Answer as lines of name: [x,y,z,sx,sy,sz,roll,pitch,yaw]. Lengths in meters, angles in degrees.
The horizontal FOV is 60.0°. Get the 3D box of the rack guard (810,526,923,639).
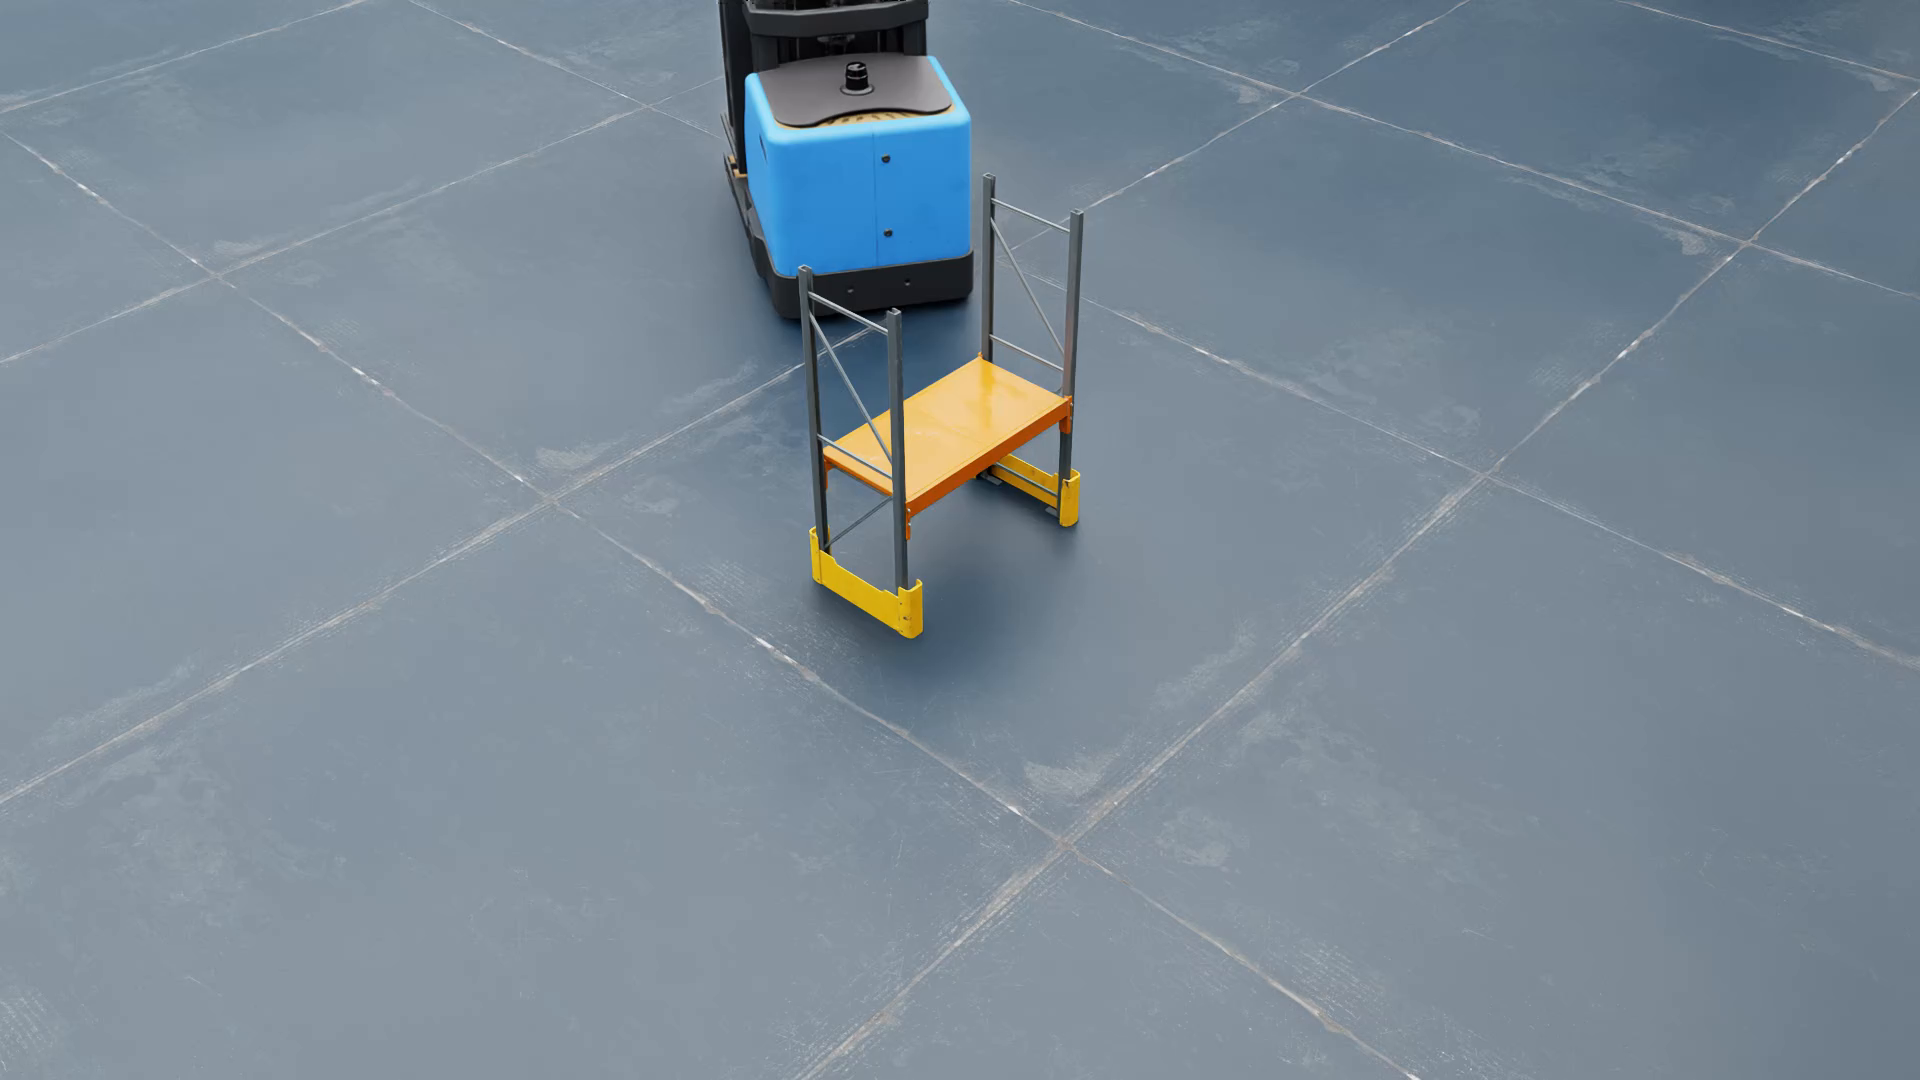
rack guard: [-0.387,0.166,6.840,0.587,0.250,0.087,30,47,32]

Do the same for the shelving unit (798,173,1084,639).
shelving unit: [-0.051,-0.552,6.739,0.587,1.500,1.083,30,47,32]

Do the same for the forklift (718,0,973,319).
forklift: [-0.783,-3.210,8.932,1.130,2.935,3.031,-9,39,-11]

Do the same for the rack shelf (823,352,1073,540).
rack shelf: [-0.058,-0.407,6.846,0.538,0.185,1.000,30,47,32]

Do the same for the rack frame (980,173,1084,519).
rack frame: [0.285,-0.781,7.028,0.500,1.500,0.032,30,47,32]

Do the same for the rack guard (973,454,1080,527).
rack guard: [0.285,-0.292,7.416,0.587,0.250,0.087,30,47,32]

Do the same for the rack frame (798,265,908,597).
rack frame: [-0.401,-0.314,6.440,0.500,1.500,0.032,30,47,32]
